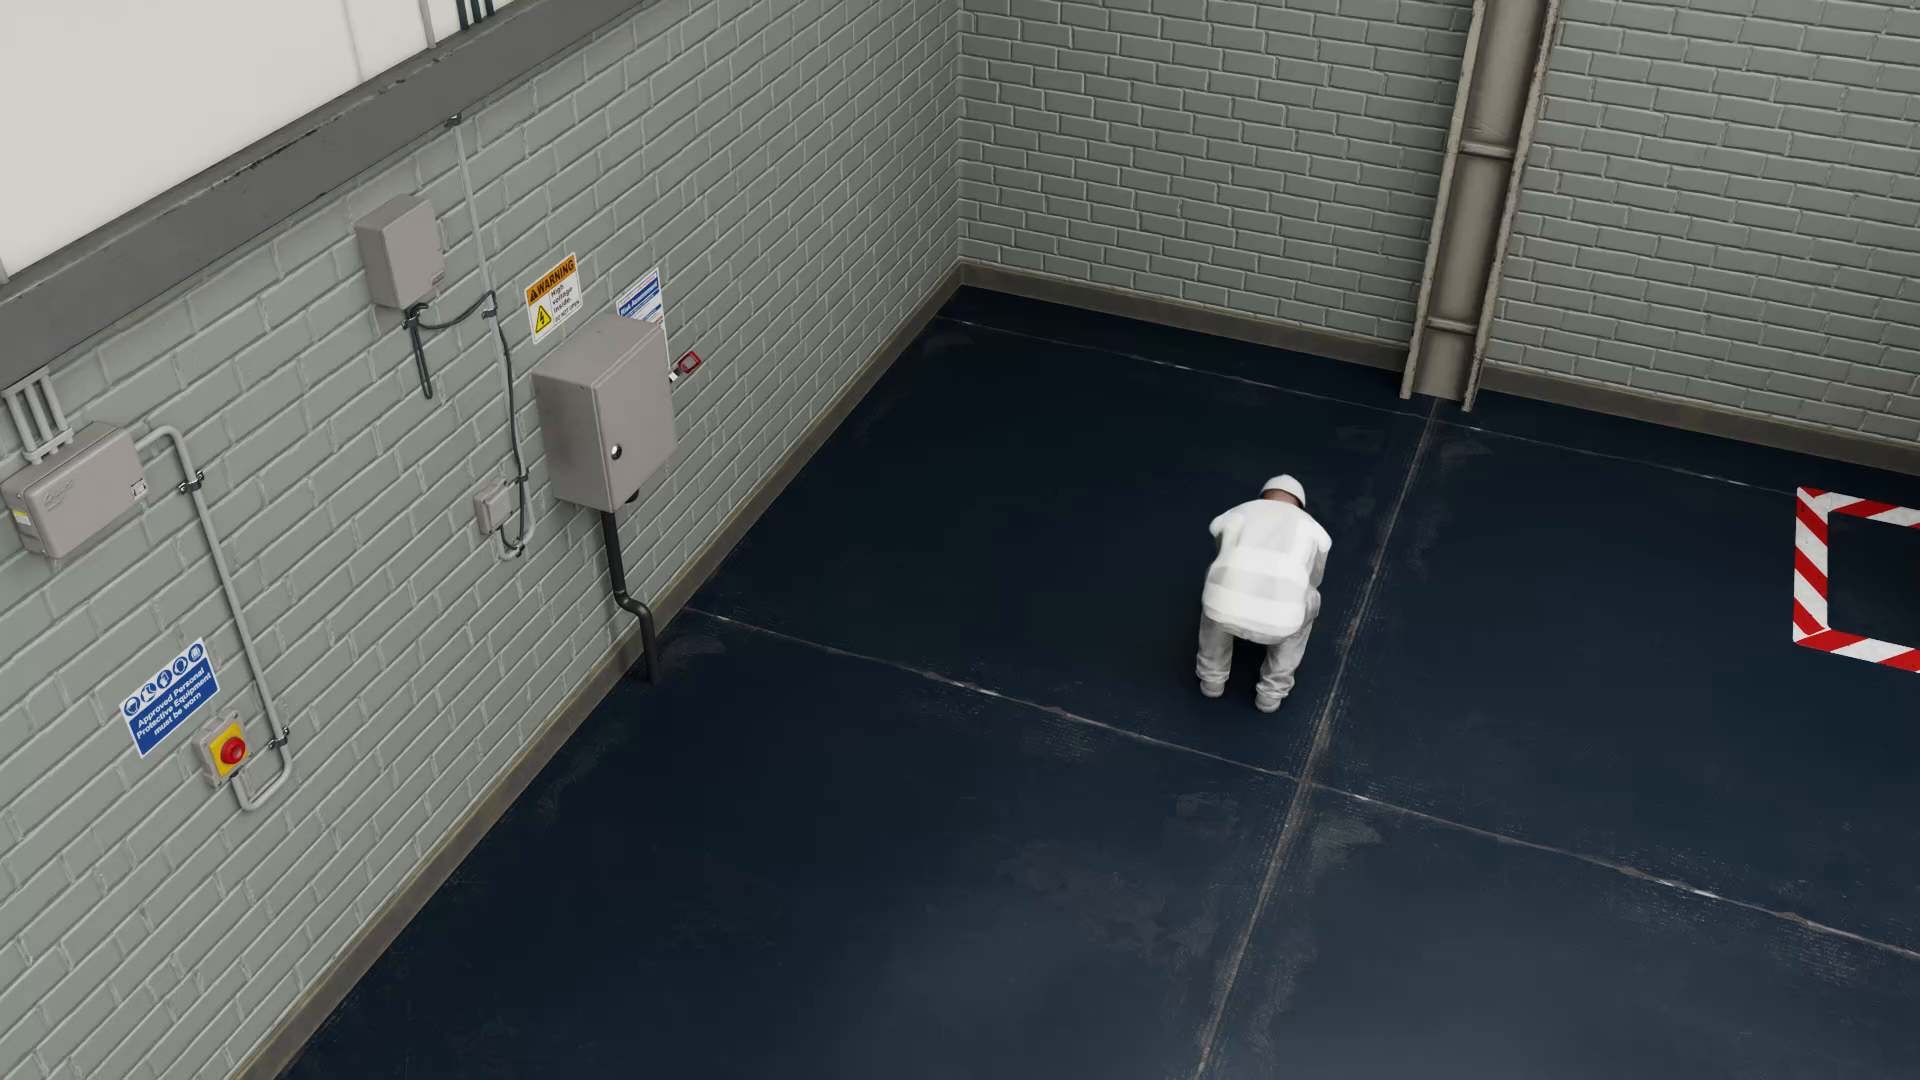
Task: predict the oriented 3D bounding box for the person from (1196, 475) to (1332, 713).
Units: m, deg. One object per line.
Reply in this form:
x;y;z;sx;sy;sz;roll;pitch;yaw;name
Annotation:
1.316;0.232;7.316;0.544;0.837;0.991;13;39;16;person
